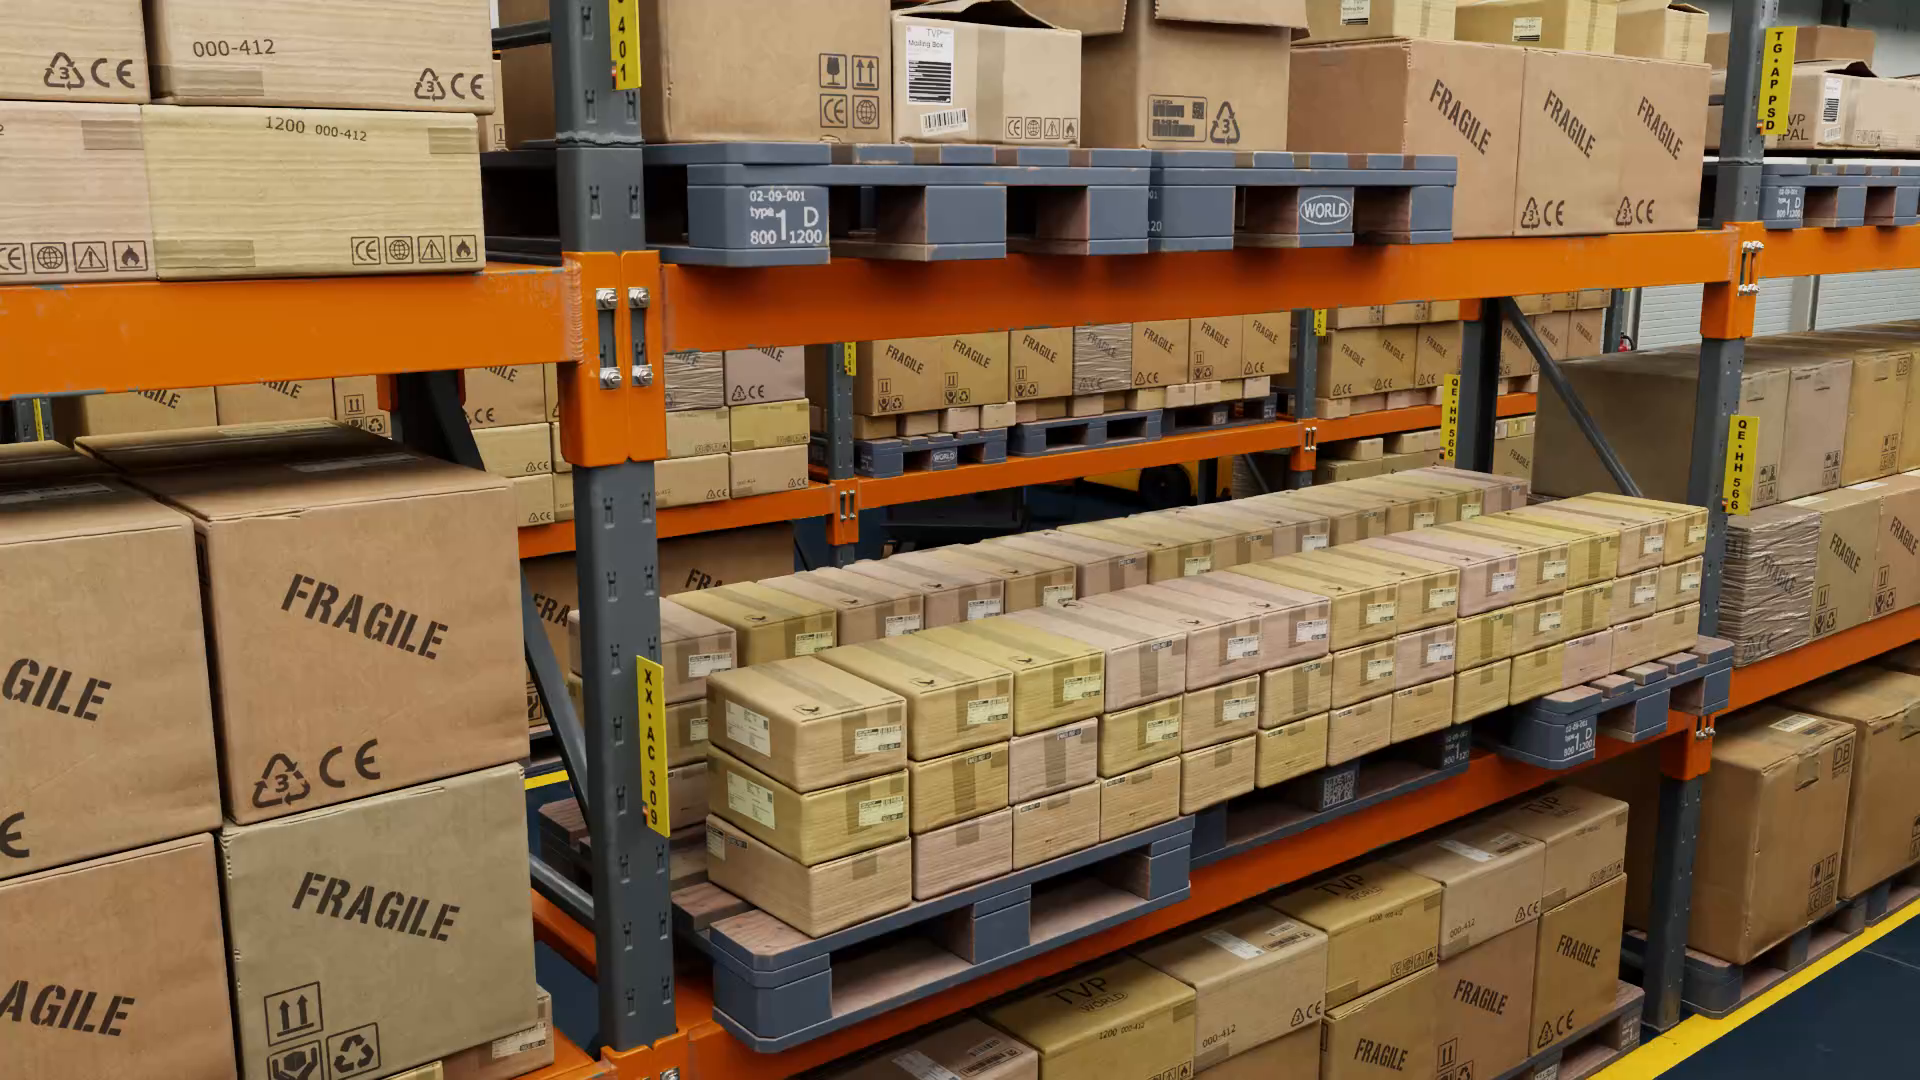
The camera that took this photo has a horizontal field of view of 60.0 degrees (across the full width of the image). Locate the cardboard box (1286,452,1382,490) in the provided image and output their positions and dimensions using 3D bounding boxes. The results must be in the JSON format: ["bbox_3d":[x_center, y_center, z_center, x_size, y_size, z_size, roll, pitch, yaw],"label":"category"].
[{"bbox_3d":[2.797,-0.374,12.470,0.500,0.500,0.500,-9,15,-35],"label":"cardboard box"}]

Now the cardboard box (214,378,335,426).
[{"bbox_3d":[-3.176,-0.694,7.530,0.500,0.500,0.500,-10,15,-38],"label":"cardboard box"}]

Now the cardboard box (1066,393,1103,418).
[{"bbox_3d":[0.706,-0.891,10.697,0.250,0.149,0.380,-9,15,-36],"label":"cardboard box"}]

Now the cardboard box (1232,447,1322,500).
[{"bbox_3d":[2.462,-0.461,12.882,0.500,0.500,0.500,-10,15,-38],"label":"cardboard box"}]

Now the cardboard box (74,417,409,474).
[{"bbox_3d":[-1.413,0.050,3.309,0.500,0.500,0.500,-9,15,-36],"label":"cardboard box"}]

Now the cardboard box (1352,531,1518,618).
[{"bbox_3d":[1.319,0.091,4.638,0.250,0.149,0.380,-9,15,-38],"label":"cardboard box"}]

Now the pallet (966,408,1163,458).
[{"bbox_3d":[0.564,-0.764,10.968,1.213,0.211,1.003,-9,15,-38],"label":"pallet"}]

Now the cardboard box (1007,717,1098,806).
[{"bbox_3d":[0.089,0.442,3.703,0.250,0.149,0.380,-9,15,-36],"label":"cardboard box"}]

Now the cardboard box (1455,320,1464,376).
[{"bbox_3d":[3.845,-1.521,13.112,0.500,0.500,0.500,-9,15,-37],"label":"cardboard box"}]

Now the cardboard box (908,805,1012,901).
[{"bbox_3d":[-0.100,0.618,3.589,0.250,0.149,0.380,-9,15,-37],"label":"cardboard box"}]

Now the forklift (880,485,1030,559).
[{"bbox_3d":[-0.042,-1.291,13.152,1.130,2.935,3.031,1,12,5],"label":"forklift"}]

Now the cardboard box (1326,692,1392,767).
[{"bbox_3d":[0.902,0.453,4.369,0.250,0.149,0.380,-10,16,-40],"label":"cardboard box"}]

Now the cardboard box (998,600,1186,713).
[{"bbox_3d":[0.299,0.262,3.834,0.250,0.149,0.380,-10,15,-38],"label":"cardboard box"}]

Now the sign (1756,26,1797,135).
[{"bbox_3d":[2.553,-1.437,5.207,0.005,0.325,0.100,-9,15,-38],"label":"sign"}]

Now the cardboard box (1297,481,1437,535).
[{"bbox_3d":[1.331,-0.083,5.461,0.250,0.149,0.380,-10,15,-38],"label":"cardboard box"}]

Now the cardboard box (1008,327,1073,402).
[{"bbox_3d":[0.353,-1.154,10.374,0.500,0.500,0.500,-9,15,-37],"label":"cardboard box"}]

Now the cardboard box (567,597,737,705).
[{"bbox_3d":[-0.717,0.257,3.859,0.250,0.149,0.380,-9,15,-35],"label":"cardboard box"}]

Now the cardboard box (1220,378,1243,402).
[{"bbox_3d":[1.721,-1.053,11.461,0.250,0.149,0.380,-10,16,-39],"label":"cardboard box"}]

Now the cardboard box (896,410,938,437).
[{"bbox_3d":[-0.344,-0.720,9.893,0.250,0.149,0.380,-11,16,-41],"label":"cardboard box"}]

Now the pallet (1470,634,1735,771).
[{"bbox_3d":[1.725,0.399,5.491,1.003,0.211,1.213,-9,15,-38],"label":"pallet"}]

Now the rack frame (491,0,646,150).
[{"bbox_3d":[-0.908,-2.220,2.920,0.127,3.000,1.000,-9,15,-38],"label":"rack frame"}]

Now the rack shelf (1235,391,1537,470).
[{"bbox_3d":[3.729,-1.021,13.448,4.000,0.370,1.077,-9,15,-38],"label":"rack shelf"}]

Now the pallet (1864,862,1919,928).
[{"bbox_3d":[3.830,1.312,7.443,1.213,0.211,1.003,-9,15,-38],"label":"pallet"}]

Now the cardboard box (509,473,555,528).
[{"bbox_3d":[-2.362,-0.211,8.262,0.500,0.250,0.500,-10,15,-39],"label":"cardboard box"}]

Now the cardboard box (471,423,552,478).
[{"bbox_3d":[-2.366,-0.457,8.219,0.500,0.250,0.500,-10,16,-39],"label":"cardboard box"}]

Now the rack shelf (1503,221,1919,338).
[{"bbox_3d":[3.777,-1.180,6.973,4.000,0.370,1.077,-9,15,-38],"label":"rack shelf"}]

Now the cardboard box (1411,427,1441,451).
[{"bbox_3d":[3.540,-0.800,12.915,0.250,0.149,0.380,-8,15,-34],"label":"cardboard box"}]

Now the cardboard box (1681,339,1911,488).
[{"bbox_3d":[3.365,-0.532,6.766,0.500,0.500,0.700,-10,15,-39],"label":"cardboard box"}]

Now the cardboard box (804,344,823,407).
[{"bbox_3d":[-0.775,-1.098,10.112,0.500,0.500,0.500,-10,16,-39],"label":"cardboard box"}]

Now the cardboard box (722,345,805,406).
[{"bbox_3d":[-1.196,-1.023,9.077,0.500,0.500,0.500,-10,16,-39],"label":"cardboard box"}]

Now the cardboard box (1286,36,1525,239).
[{"bbox_3d":[1.153,-1.074,4.505,0.500,0.500,0.500,-9,15,-38],"label":"cardboard box"}]

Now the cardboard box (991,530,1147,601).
[{"bbox_3d":[0.302,0.088,4.655,0.250,0.149,0.380,-10,16,-40],"label":"cardboard box"}]

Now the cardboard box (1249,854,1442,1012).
[{"bbox_3d":[1.051,1.108,4.892,0.500,0.250,0.500,-9,15,-36],"label":"cardboard box"}]

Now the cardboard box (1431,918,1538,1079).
[{"bbox_3d":[1.457,1.407,5.288,0.500,0.500,0.500,-9,15,-35],"label":"cardboard box"}]

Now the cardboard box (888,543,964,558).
[{"bbox_3d":[0.063,0.317,10.731,0.625,0.372,0.950,-10,15,-39],"label":"cardboard box"}]

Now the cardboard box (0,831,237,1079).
[{"bbox_3d":[-1.516,0.696,2.675,0.500,0.500,0.500,-10,16,-39],"label":"cardboard box"}]

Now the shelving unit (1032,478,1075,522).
[{"bbox_3d":[0.785,-0.776,14.894,0.503,1.200,0.258,1,12,4],"label":"shelving unit"}]

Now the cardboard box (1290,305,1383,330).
[{"bbox_3d":[2.646,-1.819,12.110,0.500,0.500,0.700,-10,15,-38],"label":"cardboard box"}]

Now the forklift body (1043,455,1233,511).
[{"bbox_3d":[1.846,-1.480,15.921,1.214,2.155,2.313,-9,15,-38],"label":"forklift body"}]

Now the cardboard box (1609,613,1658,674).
[{"bbox_3d":[1.922,0.283,5.168,0.250,0.149,0.380,-9,15,-38],"label":"cardboard box"}]

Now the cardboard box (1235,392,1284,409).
[{"bbox_3d":[2.228,-1.082,12.607,0.250,0.149,0.380,-10,15,-38],"label":"cardboard box"}]

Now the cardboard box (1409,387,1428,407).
[{"bbox_3d":[3.370,-1.126,12.816,0.250,0.149,0.380,-10,15,-38],"label":"cardboard box"}]

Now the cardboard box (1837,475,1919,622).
[{"bbox_3d":[3.524,0.000,6.666,0.500,0.500,0.500,-9,15,-38],"label":"cardboard box"}]

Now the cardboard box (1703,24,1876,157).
[{"bbox_3d":[3.398,-1.846,6.888,0.500,0.500,0.500,-9,15,-38],"label":"cardboard box"}]

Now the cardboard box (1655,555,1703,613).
[{"bbox_3d":[2.114,0.105,5.290,0.250,0.149,0.380,-9,15,-37],"label":"cardboard box"}]

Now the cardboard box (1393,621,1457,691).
[{"bbox_3d":[1.108,0.273,4.500,0.250,0.149,0.380,-9,15,-36],"label":"cardboard box"}]

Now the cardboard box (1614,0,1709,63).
[{"bbox_3d":[2.062,-1.601,5.141,0.258,0.266,0.396,-9,15,-38],"label":"cardboard box"}]

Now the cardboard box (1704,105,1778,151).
[{"bbox_3d":[2.576,-1.421,5.730,0.250,0.149,0.380,-10,16,-40],"label":"cardboard box"}]

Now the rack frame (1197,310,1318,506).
[{"bbox_3d":[2.167,-1.114,12.151,0.127,3.000,1.000,-9,15,-38],"label":"rack frame"}]

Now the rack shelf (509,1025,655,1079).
[{"bbox_3d":[-2.470,1.326,2.396,4.000,0.370,1.077,-9,15,-38],"label":"rack shelf"}]

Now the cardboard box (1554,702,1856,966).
[{"bbox_3d":[2.747,1.026,6.481,0.750,0.750,1.050,-10,15,-38],"label":"cardboard box"}]

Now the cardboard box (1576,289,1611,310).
[{"bbox_3d":[5.028,-2.214,13.972,0.500,0.500,0.700,-10,16,-39],"label":"cardboard box"}]
